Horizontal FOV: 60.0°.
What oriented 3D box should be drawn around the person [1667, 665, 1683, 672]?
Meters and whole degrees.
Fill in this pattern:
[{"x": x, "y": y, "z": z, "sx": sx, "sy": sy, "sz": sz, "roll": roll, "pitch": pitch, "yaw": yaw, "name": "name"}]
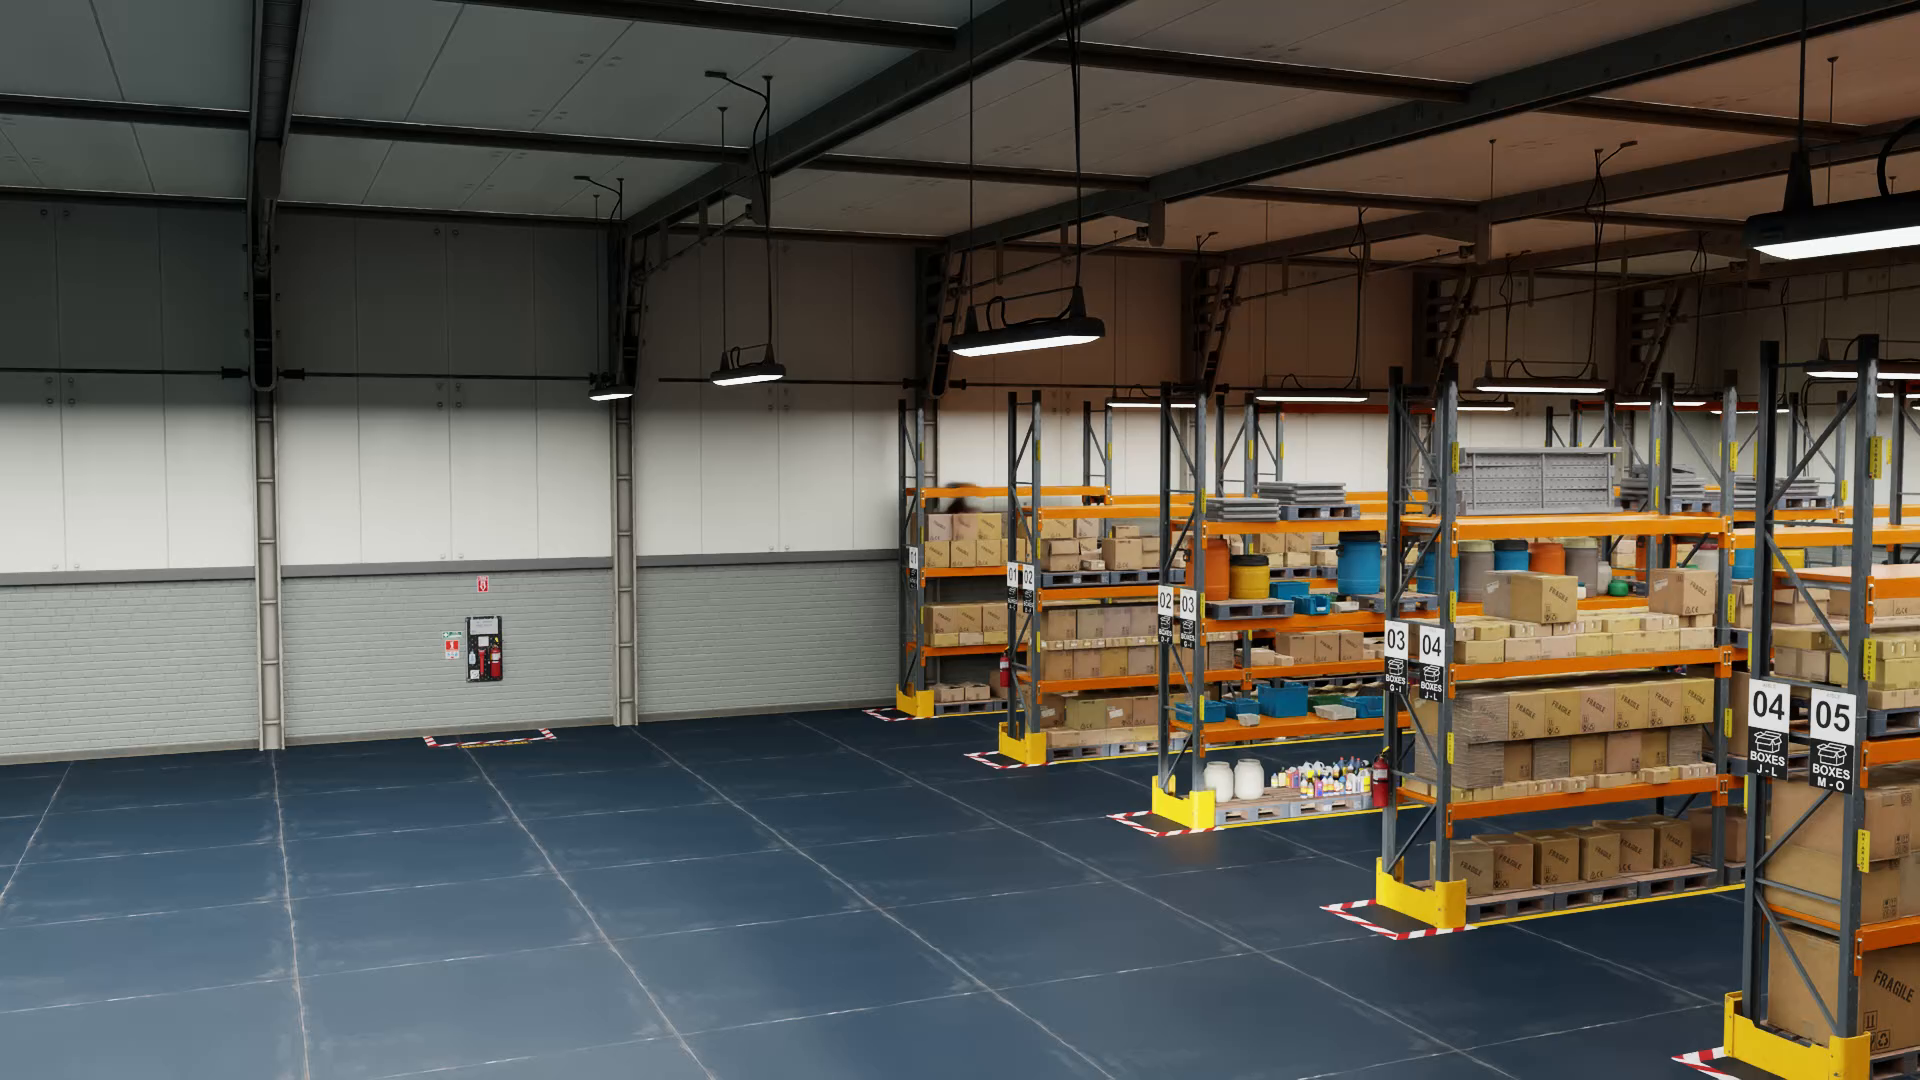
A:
[{"x": 13.071, "y": 2.502, "z": 30.334, "sx": 0.995, "sy": 1.693, "sz": 0.635, "roll": -2, "pitch": 4, "yaw": -26, "name": "person"}]
